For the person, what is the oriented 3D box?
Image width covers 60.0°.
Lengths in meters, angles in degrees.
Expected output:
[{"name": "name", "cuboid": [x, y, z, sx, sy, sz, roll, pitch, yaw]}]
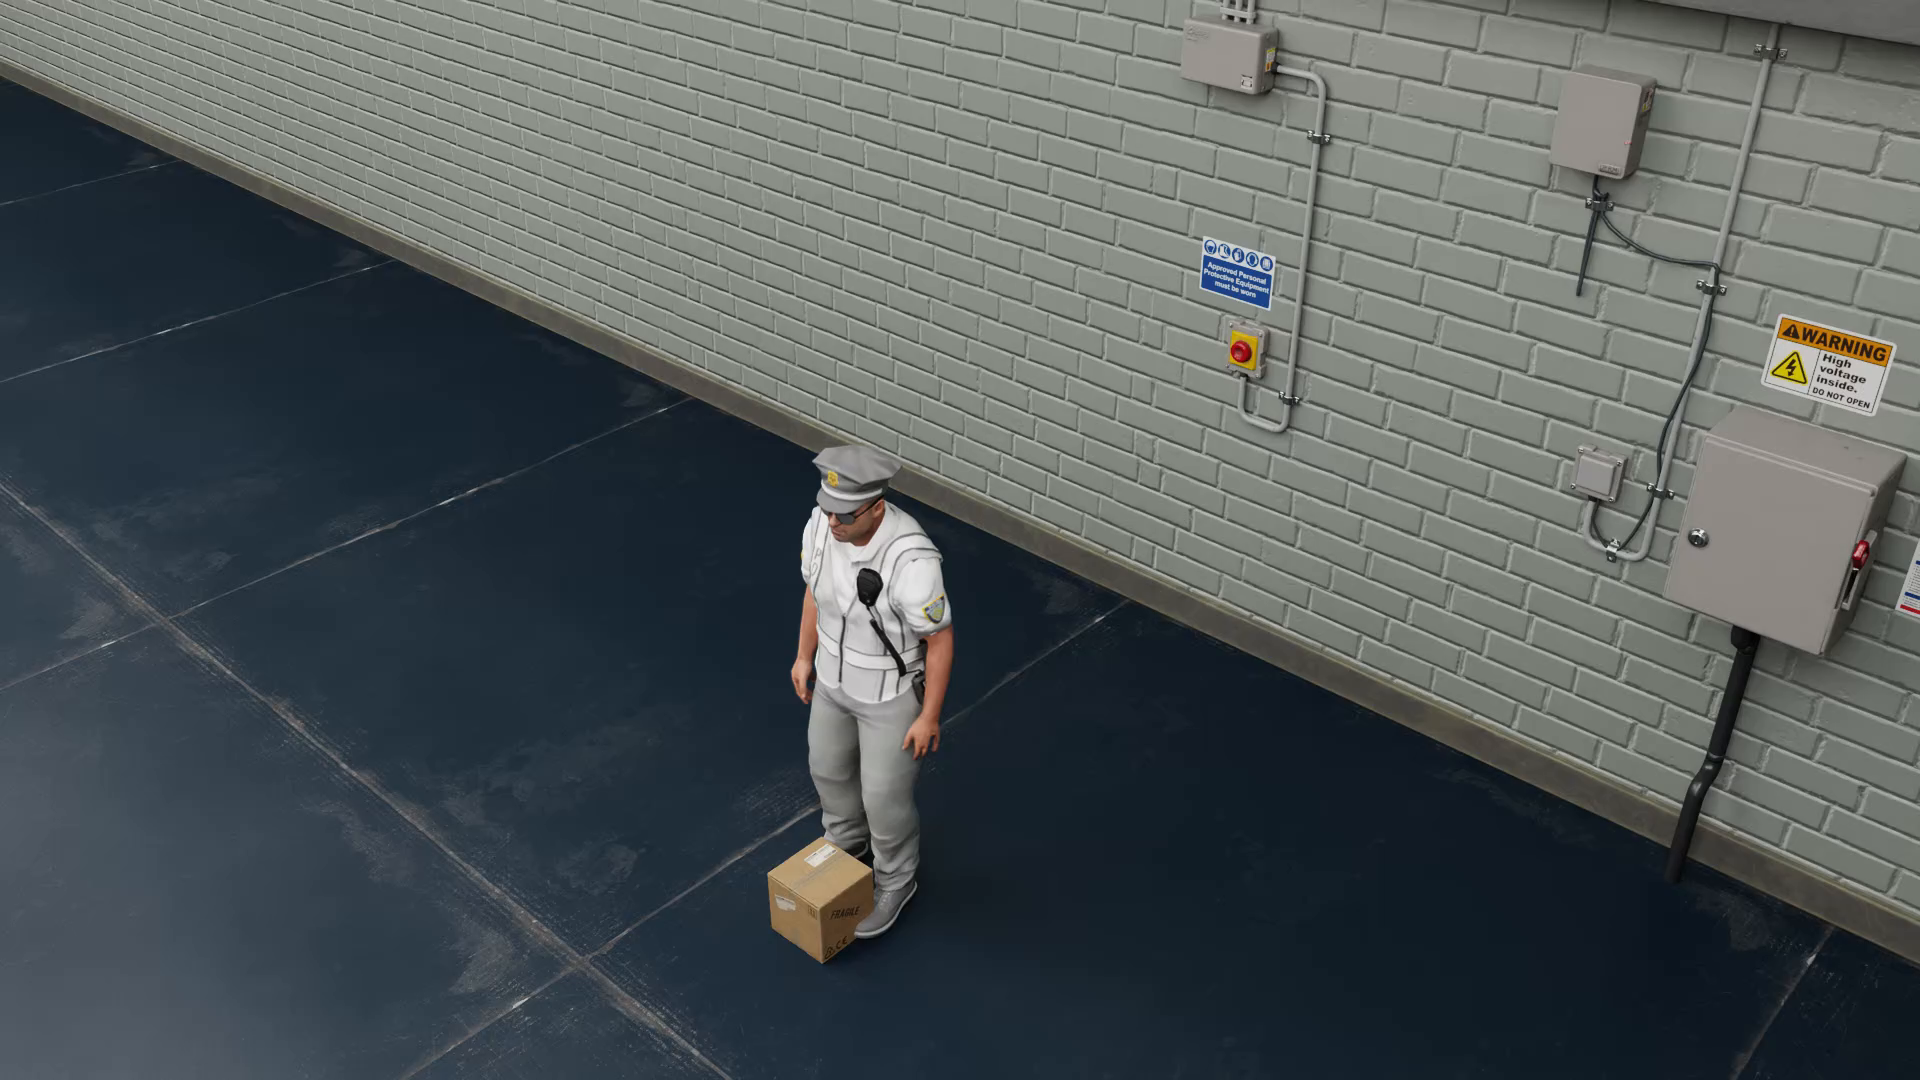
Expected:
[{"name": "person", "cuboid": [-0.293, 0.465, 5.353, 0.606, 1.751, 0.473, 23, 38, 33]}]
